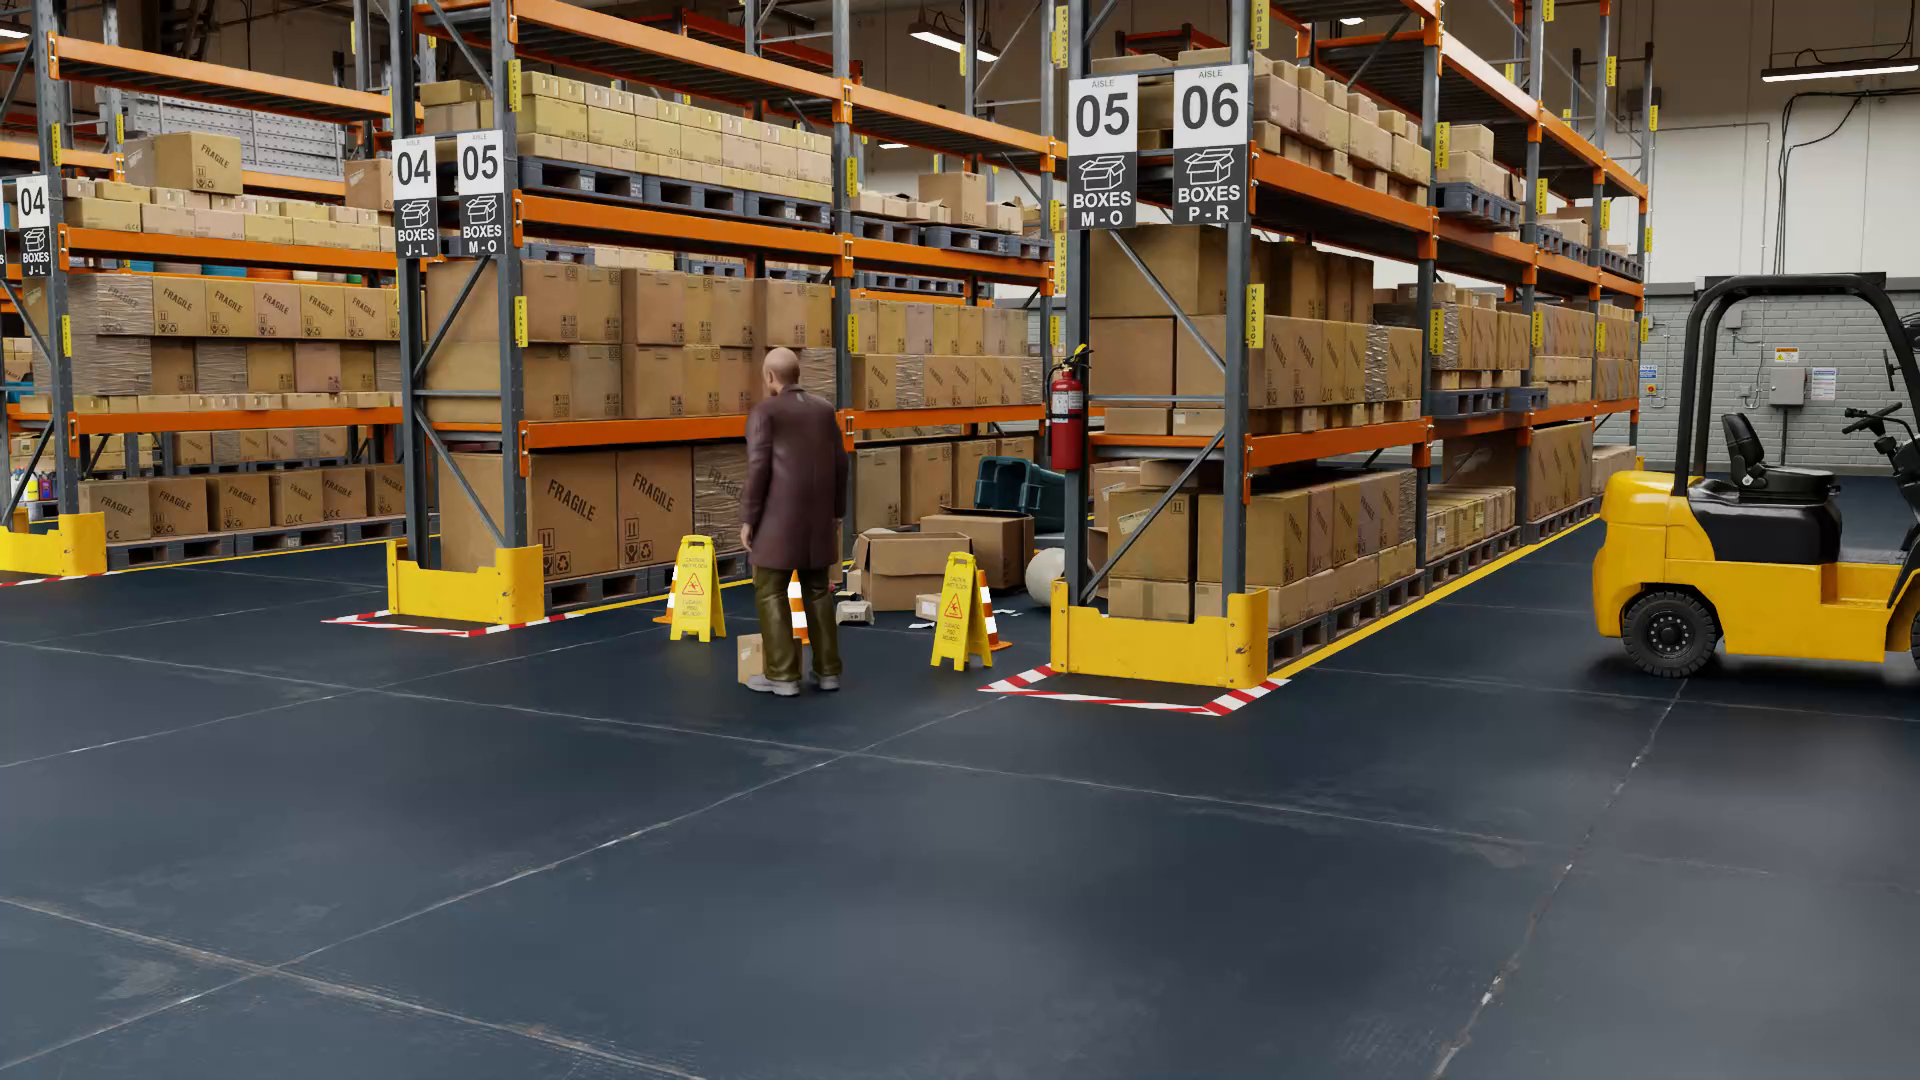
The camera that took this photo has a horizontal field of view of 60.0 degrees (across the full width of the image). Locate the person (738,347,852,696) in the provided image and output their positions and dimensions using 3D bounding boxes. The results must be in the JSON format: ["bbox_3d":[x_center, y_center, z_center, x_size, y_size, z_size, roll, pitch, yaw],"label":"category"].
[{"bbox_3d":[-0.853,-0.101,8.568,0.641,1.773,0.428,-4,7,-36],"label":"person"}]
